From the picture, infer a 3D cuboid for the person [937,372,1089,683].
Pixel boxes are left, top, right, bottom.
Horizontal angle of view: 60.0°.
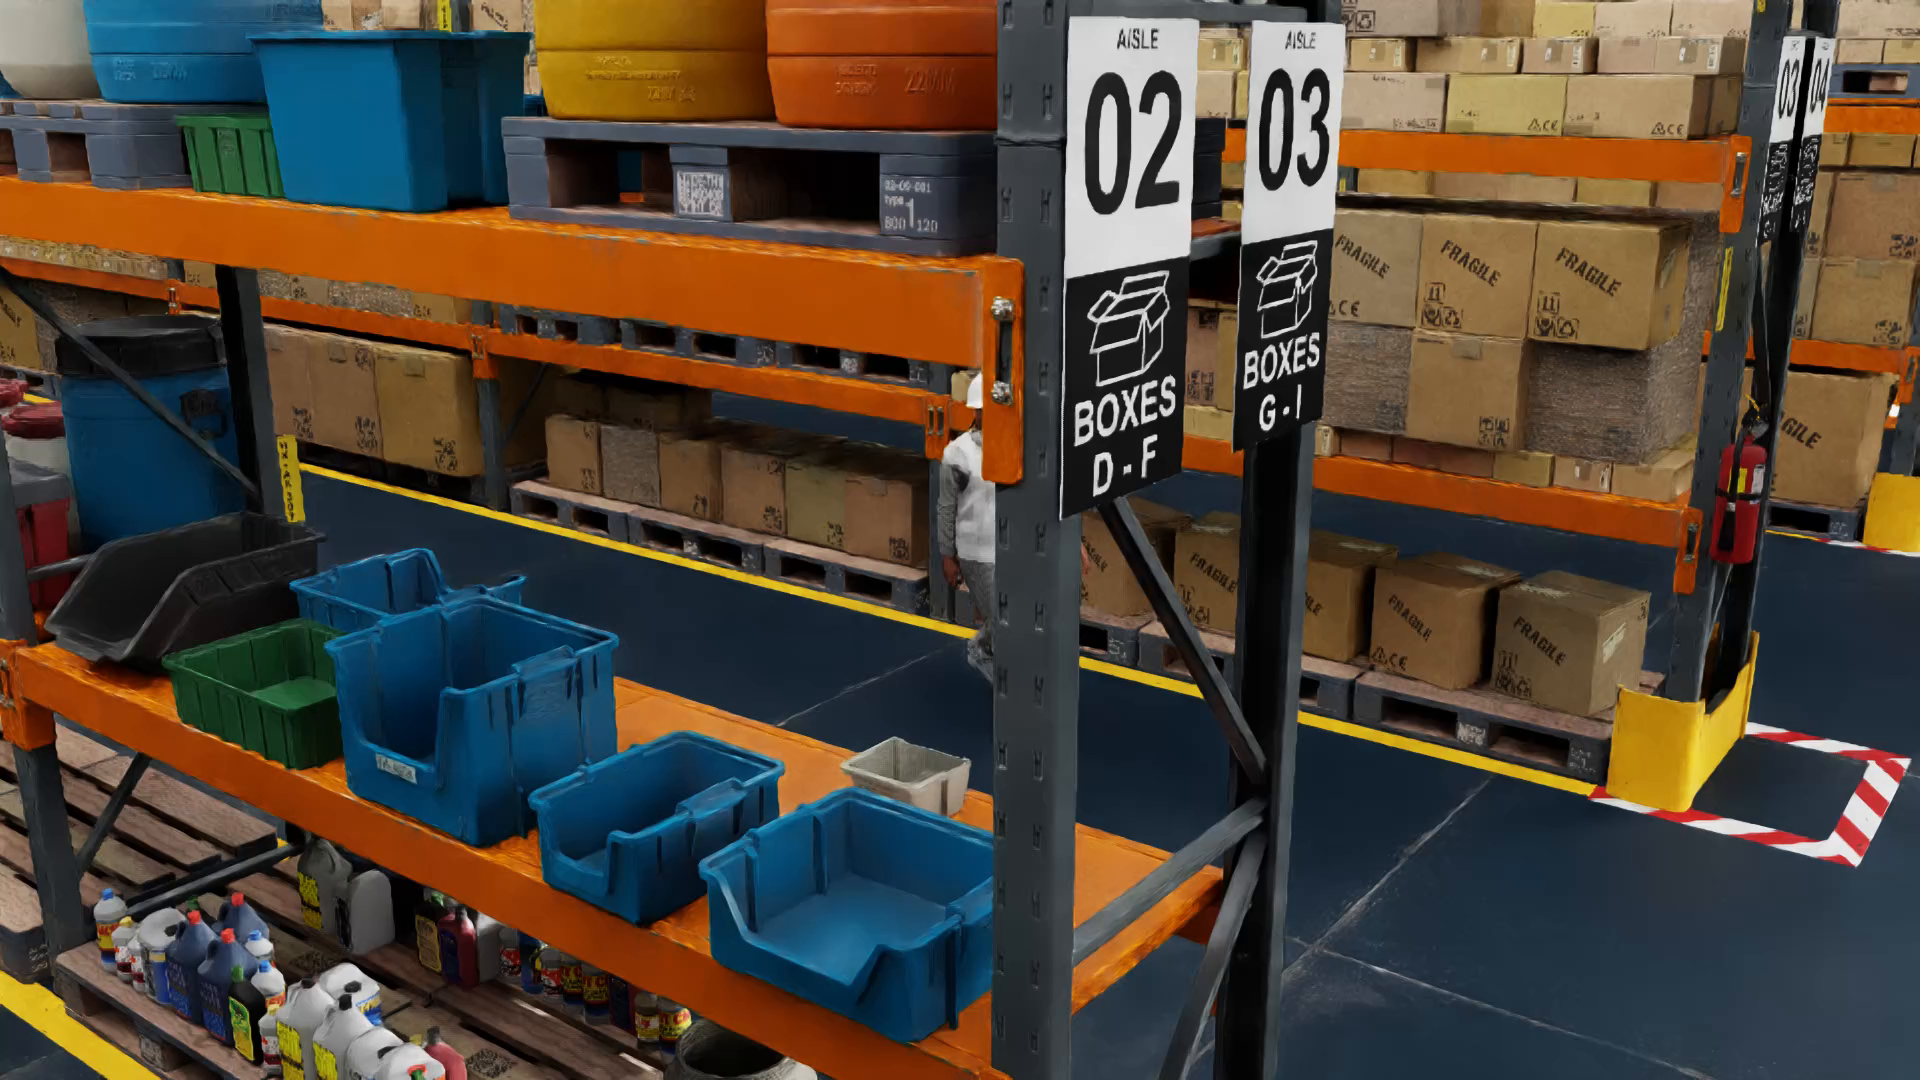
[{"bbox_3d":[0.220,0.043,7.868,0.640,1.746,0.976,-8,18,-26],"label":"person"}]
